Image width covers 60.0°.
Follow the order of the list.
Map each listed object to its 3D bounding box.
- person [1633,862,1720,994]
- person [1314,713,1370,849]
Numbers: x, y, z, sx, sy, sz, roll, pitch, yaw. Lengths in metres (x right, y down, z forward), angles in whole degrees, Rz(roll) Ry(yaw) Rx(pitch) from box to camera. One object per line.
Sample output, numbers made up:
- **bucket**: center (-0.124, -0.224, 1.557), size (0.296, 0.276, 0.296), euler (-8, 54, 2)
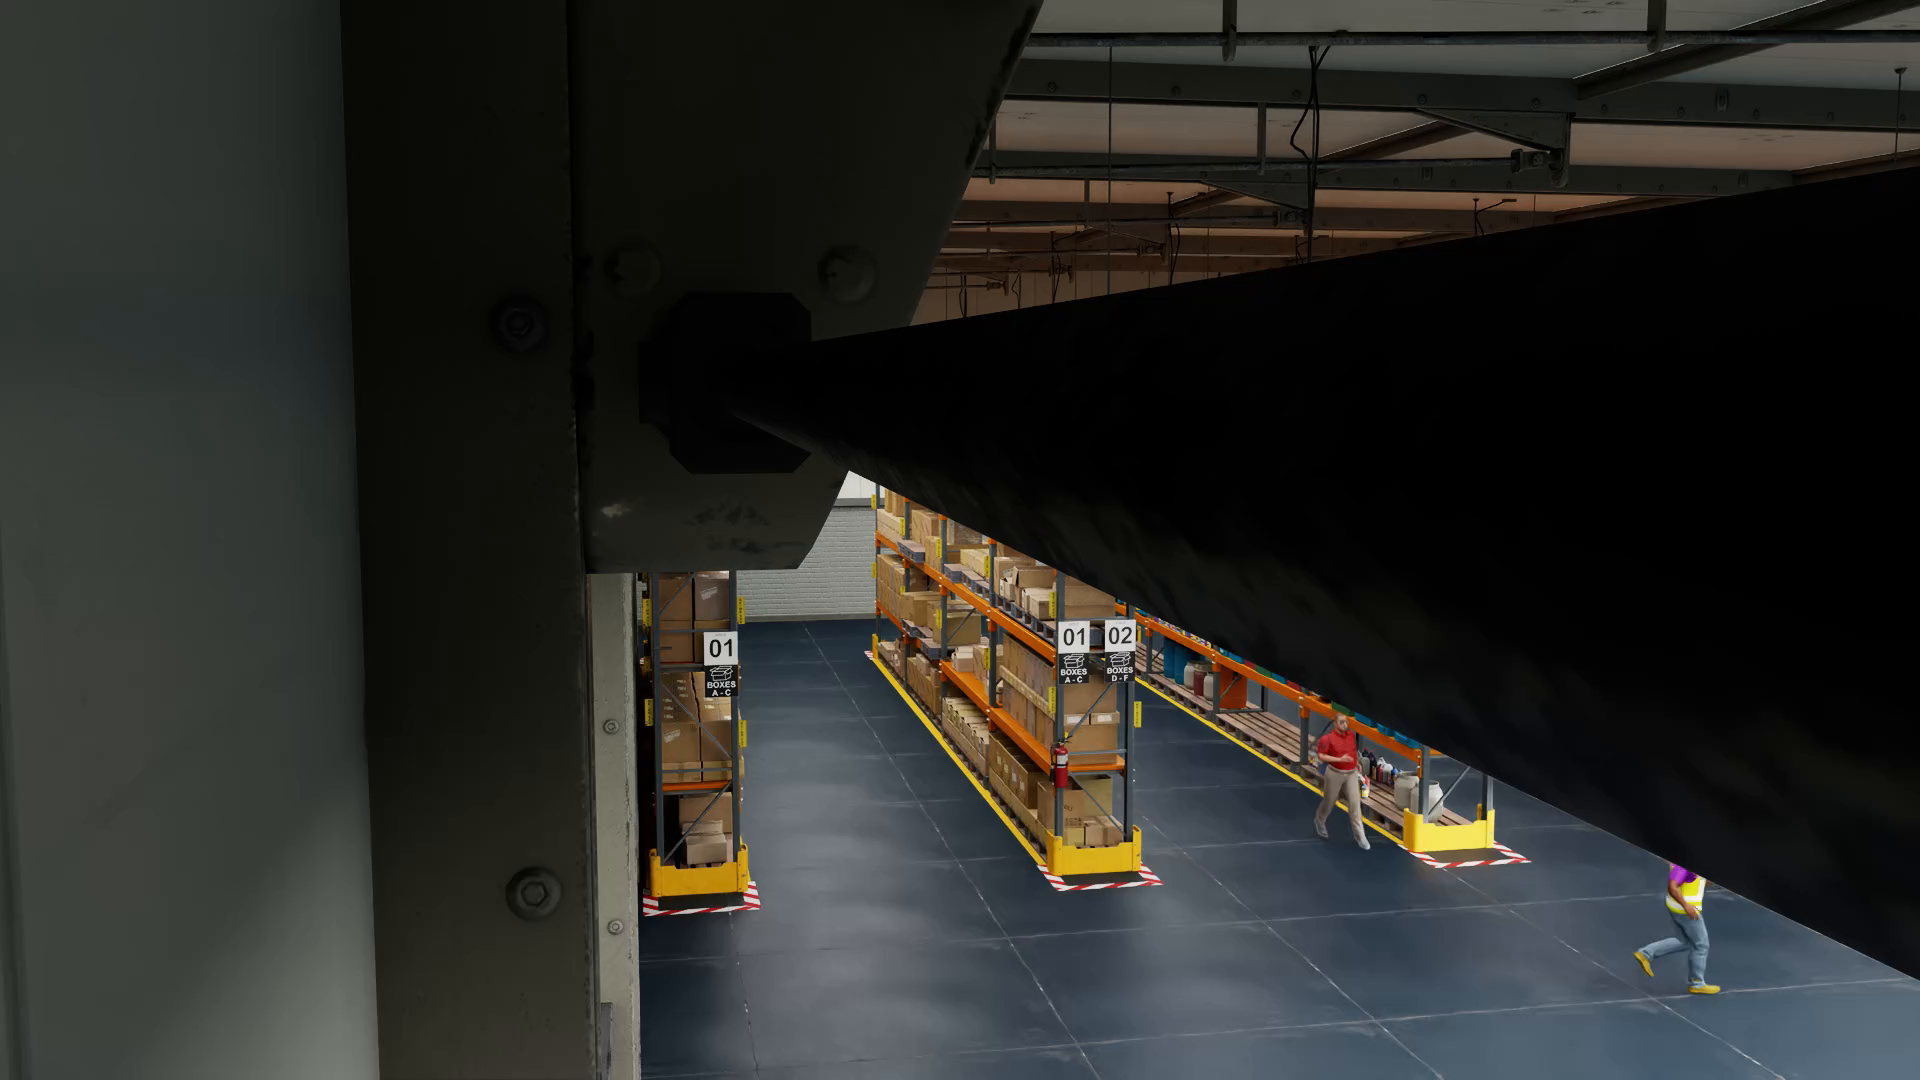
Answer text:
- **person**: center (7.330, 3.730, 16.856), size (0.780, 1.742, 0.705), euler (1, 6, 13)
- **person**: center (5.055, 3.162, 22.127), size (0.665, 1.738, 0.973), euler (-2, 6, -16)
